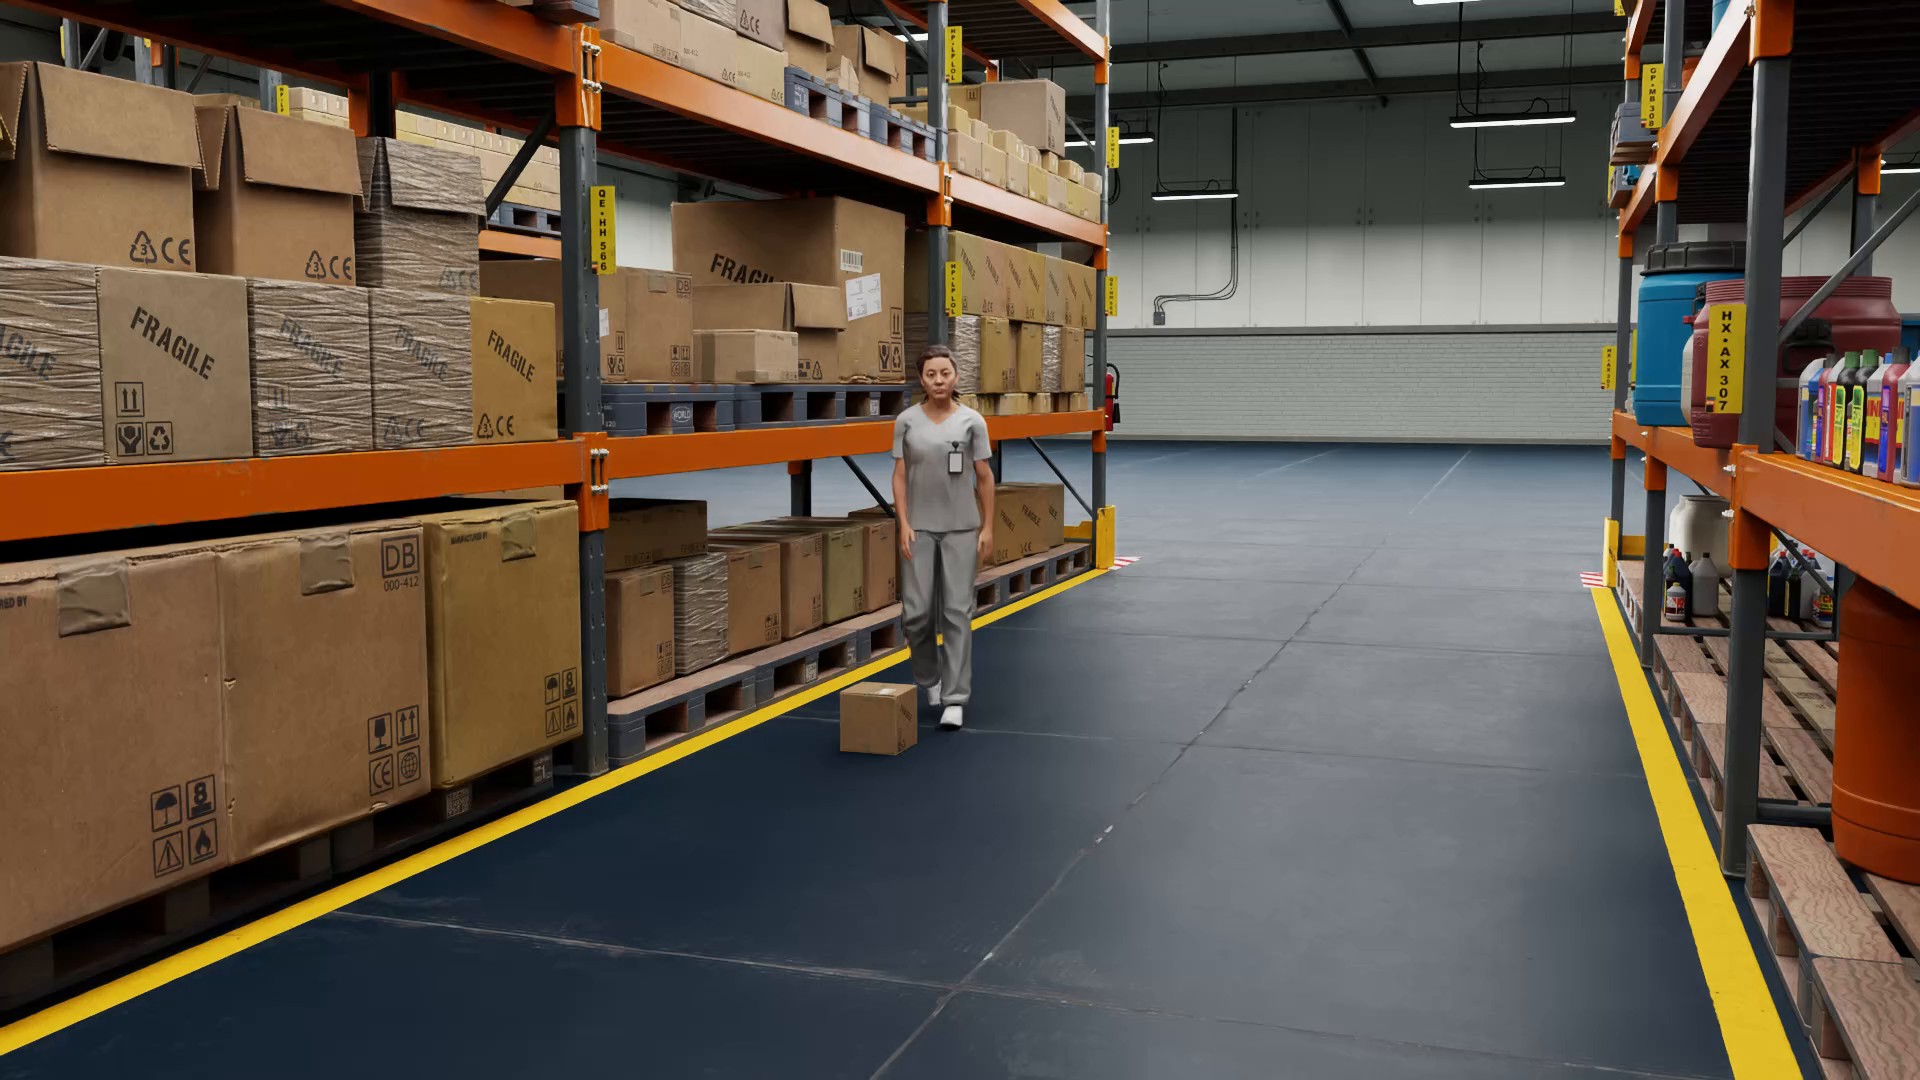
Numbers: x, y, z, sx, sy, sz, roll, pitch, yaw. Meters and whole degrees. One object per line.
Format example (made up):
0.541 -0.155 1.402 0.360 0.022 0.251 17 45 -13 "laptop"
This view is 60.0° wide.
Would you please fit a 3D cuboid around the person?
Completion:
-0.076 -0.031 7.415 0.461 1.675 0.522 0 5 5 "person"
